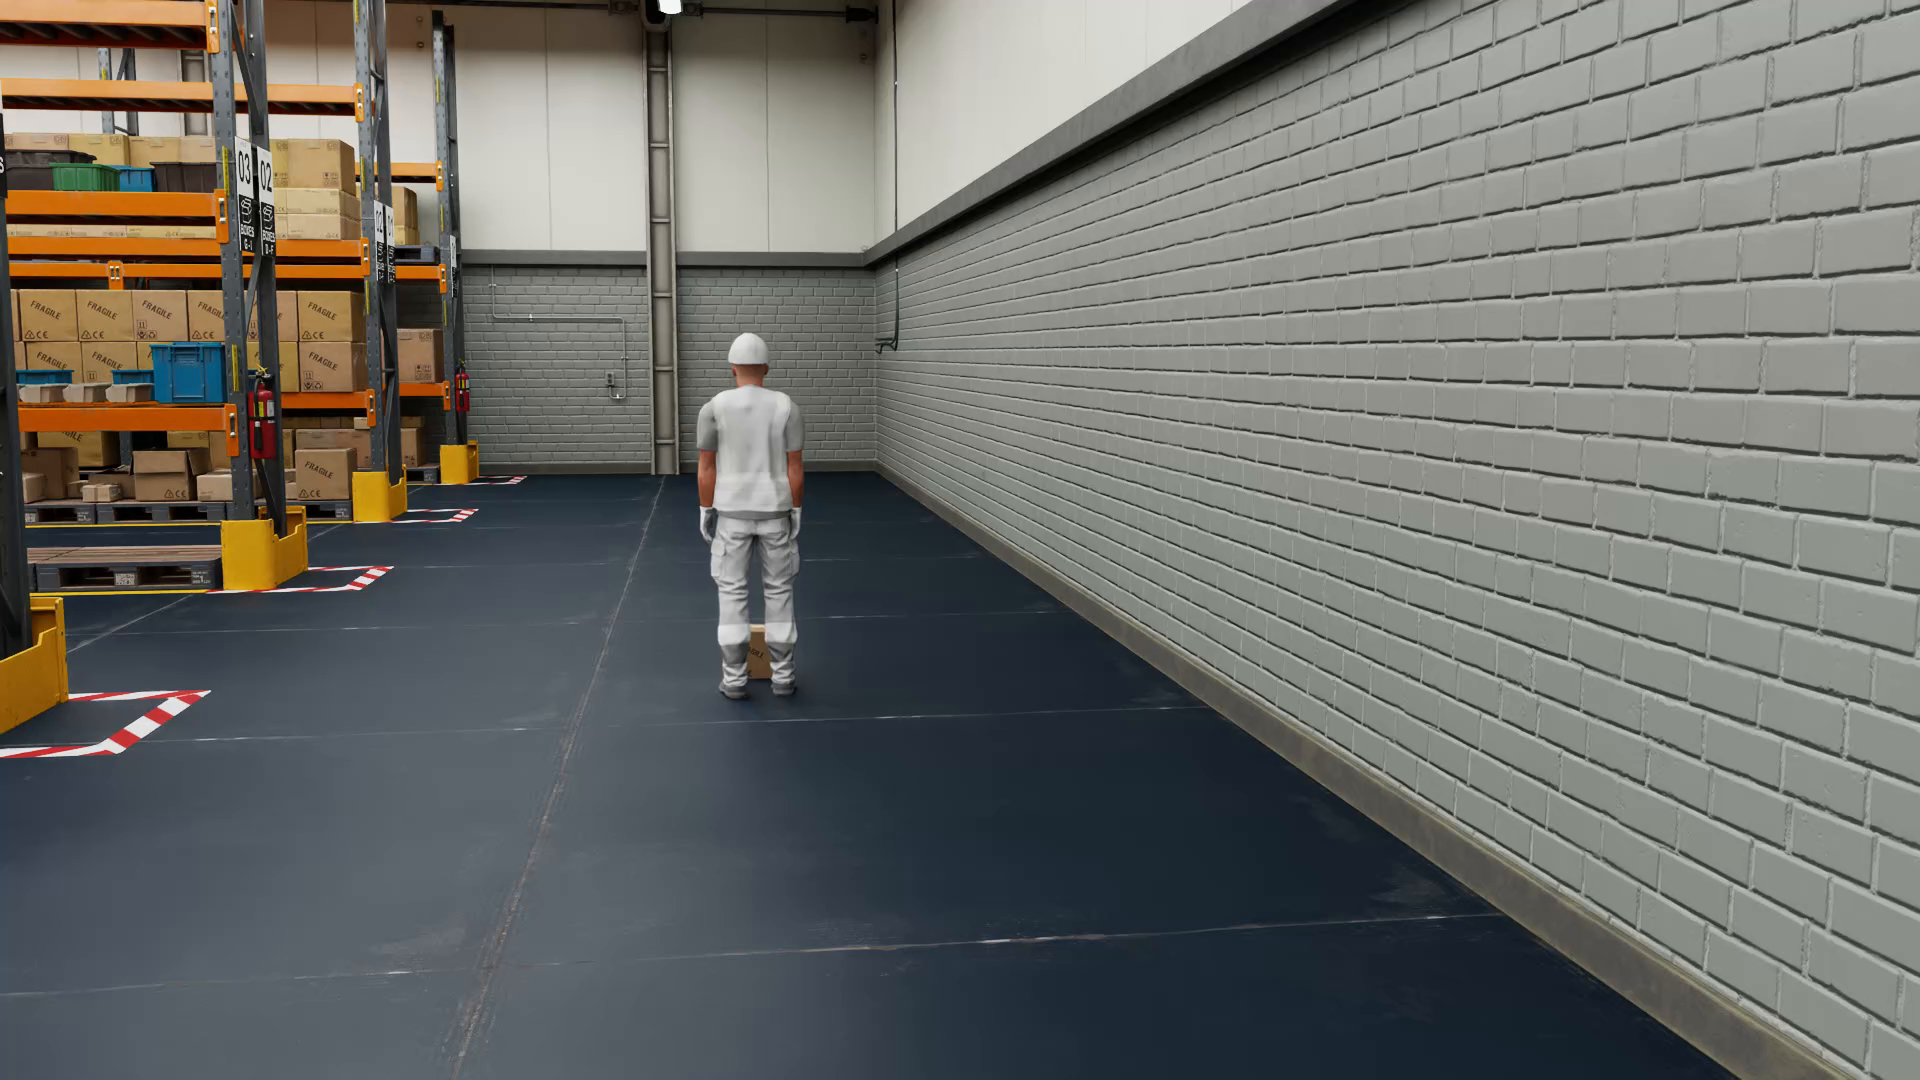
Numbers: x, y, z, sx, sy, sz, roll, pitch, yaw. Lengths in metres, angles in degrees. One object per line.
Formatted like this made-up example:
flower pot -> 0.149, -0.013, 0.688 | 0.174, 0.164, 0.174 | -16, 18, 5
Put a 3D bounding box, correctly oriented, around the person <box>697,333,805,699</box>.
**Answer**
person -> -1.027, -0.123, 8.206 | 0.524, 1.786, 0.348 | -1, 6, -7
